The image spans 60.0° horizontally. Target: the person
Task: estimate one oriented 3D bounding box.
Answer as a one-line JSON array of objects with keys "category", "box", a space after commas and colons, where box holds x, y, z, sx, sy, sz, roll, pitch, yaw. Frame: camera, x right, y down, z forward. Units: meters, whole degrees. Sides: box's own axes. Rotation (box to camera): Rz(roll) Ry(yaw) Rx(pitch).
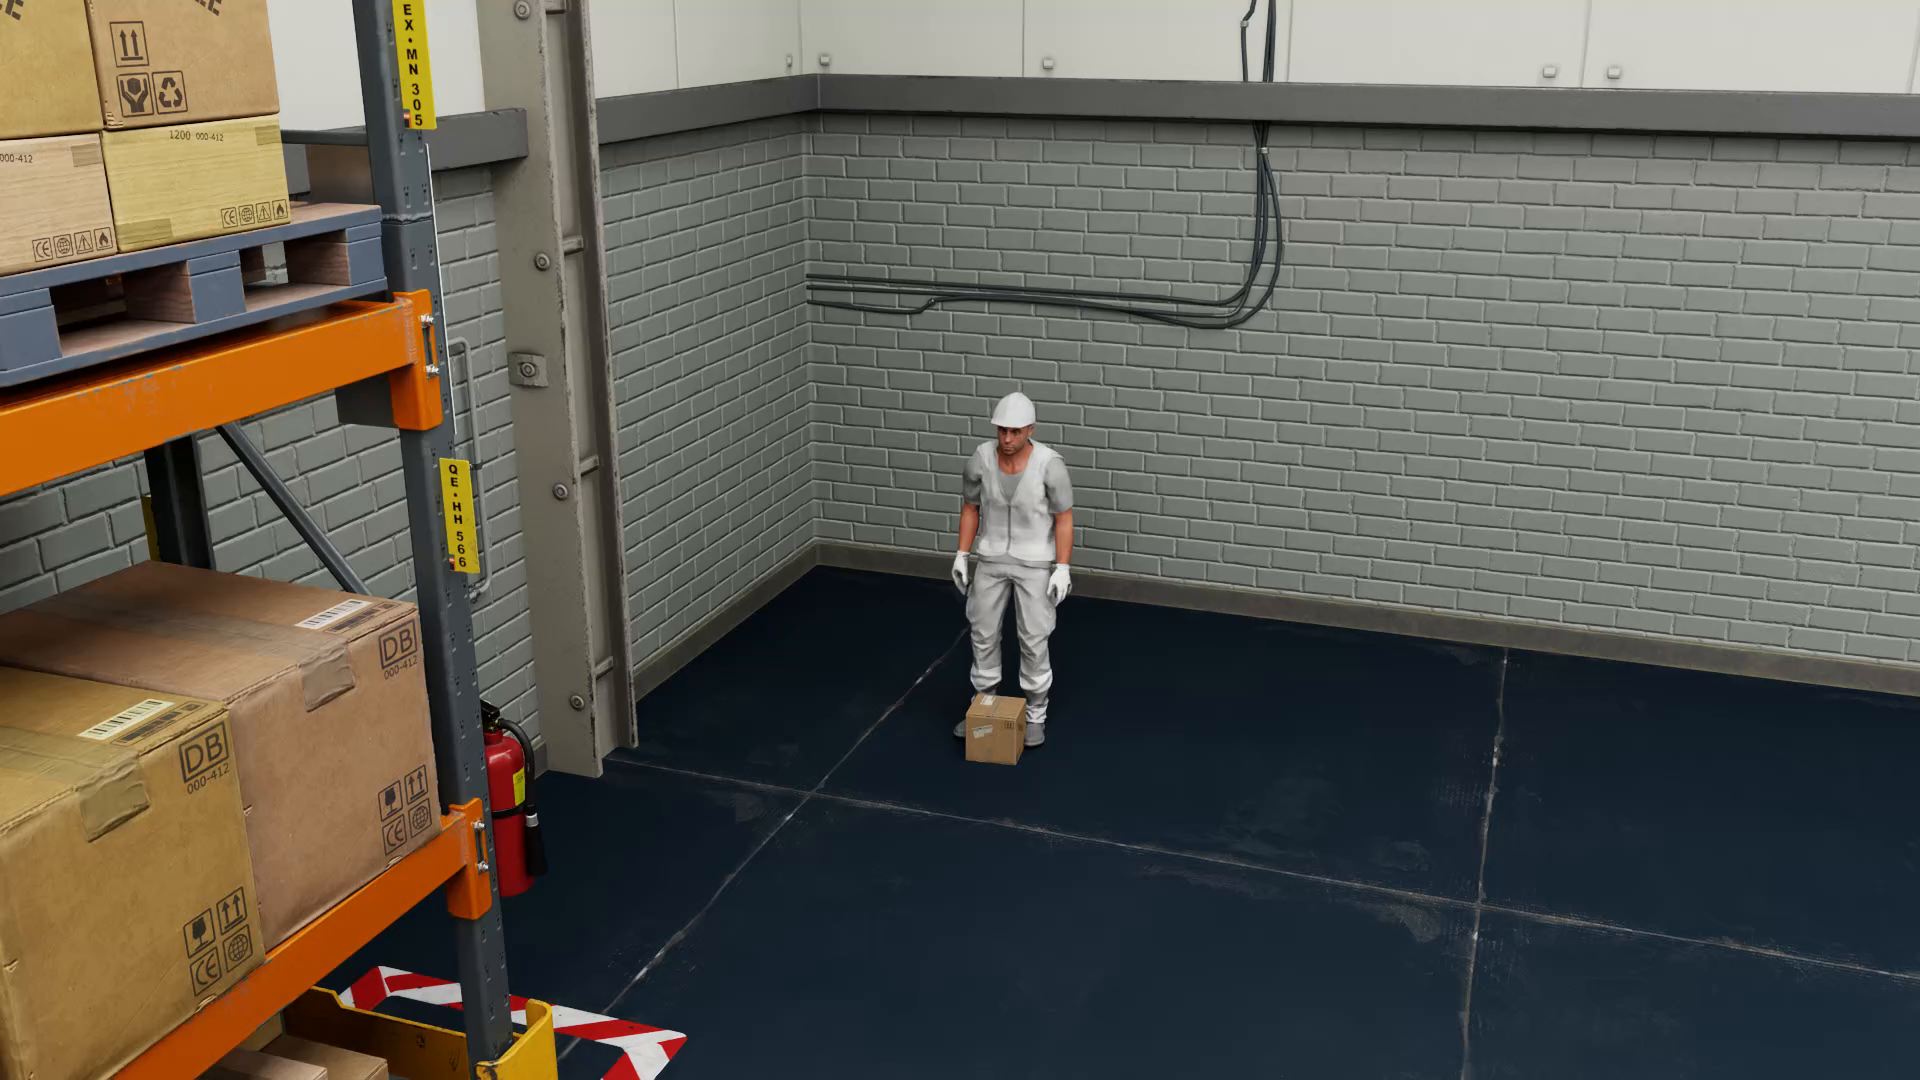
[{"category": "person", "box": [0.256, 0.136, 8.127, 0.609, 1.779, 0.448, 6, 20, 19]}]
